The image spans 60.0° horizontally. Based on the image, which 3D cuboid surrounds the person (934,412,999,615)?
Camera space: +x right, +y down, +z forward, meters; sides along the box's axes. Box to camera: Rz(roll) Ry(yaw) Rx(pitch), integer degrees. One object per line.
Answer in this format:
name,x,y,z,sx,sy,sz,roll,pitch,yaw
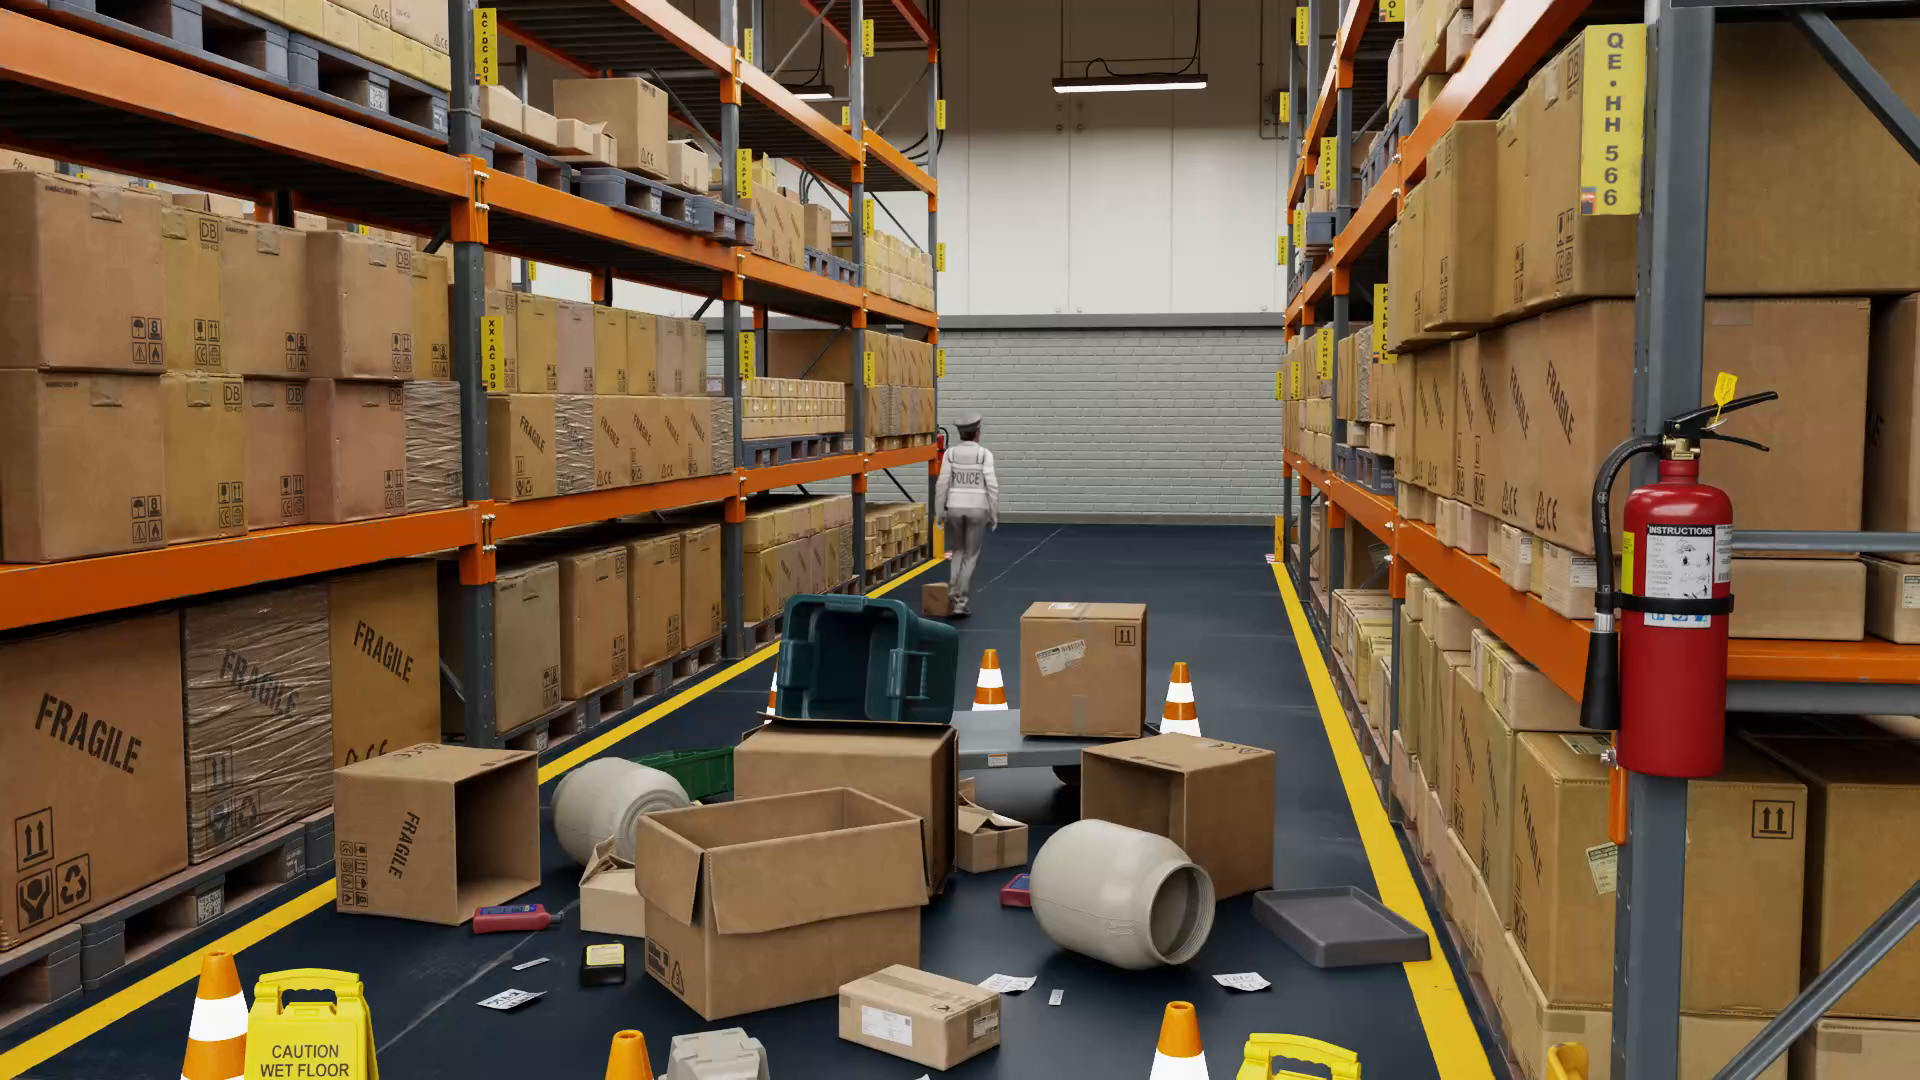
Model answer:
person,0.067,-0.214,13.805,0.557,1.688,0.476,1,5,18
